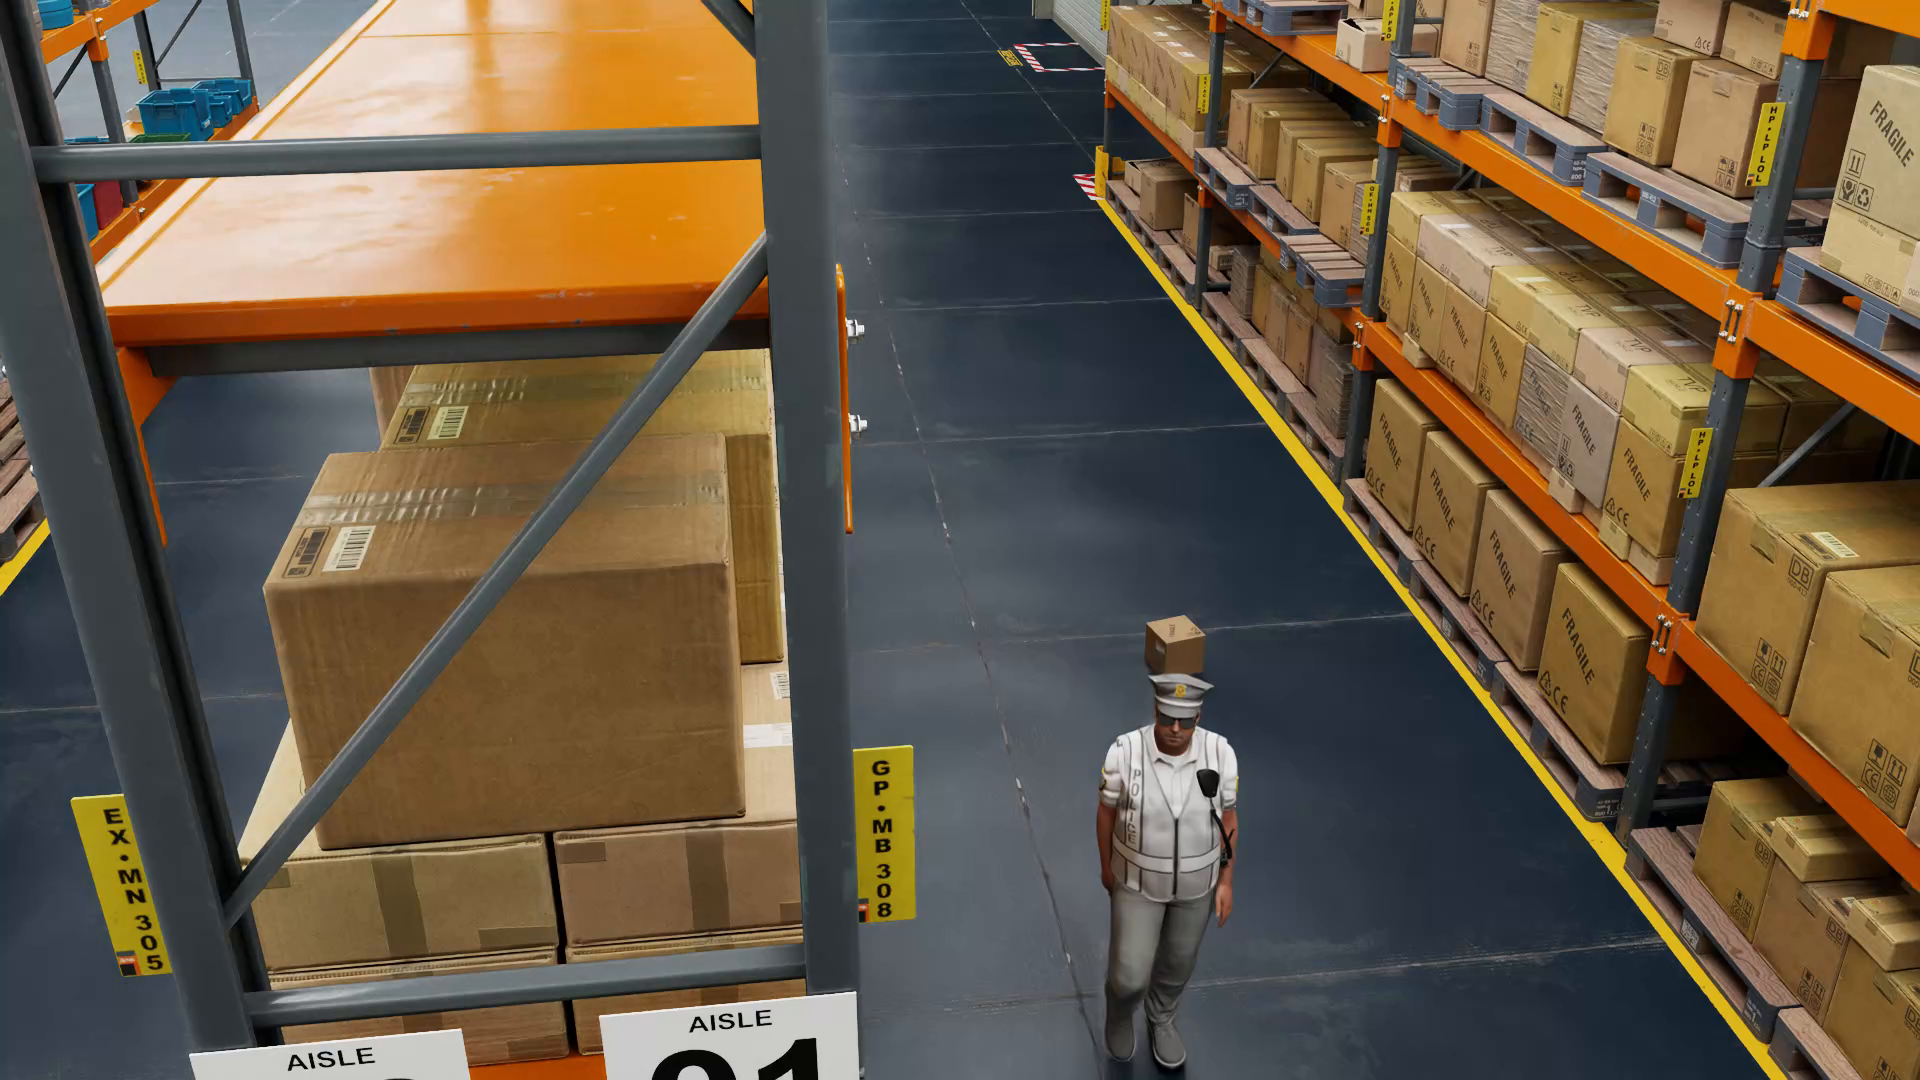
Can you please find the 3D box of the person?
[{"bbox_3d":[0.806,1.328,6.452,0.530,1.808,0.463,-2,27,-4],"label":"person"}]
